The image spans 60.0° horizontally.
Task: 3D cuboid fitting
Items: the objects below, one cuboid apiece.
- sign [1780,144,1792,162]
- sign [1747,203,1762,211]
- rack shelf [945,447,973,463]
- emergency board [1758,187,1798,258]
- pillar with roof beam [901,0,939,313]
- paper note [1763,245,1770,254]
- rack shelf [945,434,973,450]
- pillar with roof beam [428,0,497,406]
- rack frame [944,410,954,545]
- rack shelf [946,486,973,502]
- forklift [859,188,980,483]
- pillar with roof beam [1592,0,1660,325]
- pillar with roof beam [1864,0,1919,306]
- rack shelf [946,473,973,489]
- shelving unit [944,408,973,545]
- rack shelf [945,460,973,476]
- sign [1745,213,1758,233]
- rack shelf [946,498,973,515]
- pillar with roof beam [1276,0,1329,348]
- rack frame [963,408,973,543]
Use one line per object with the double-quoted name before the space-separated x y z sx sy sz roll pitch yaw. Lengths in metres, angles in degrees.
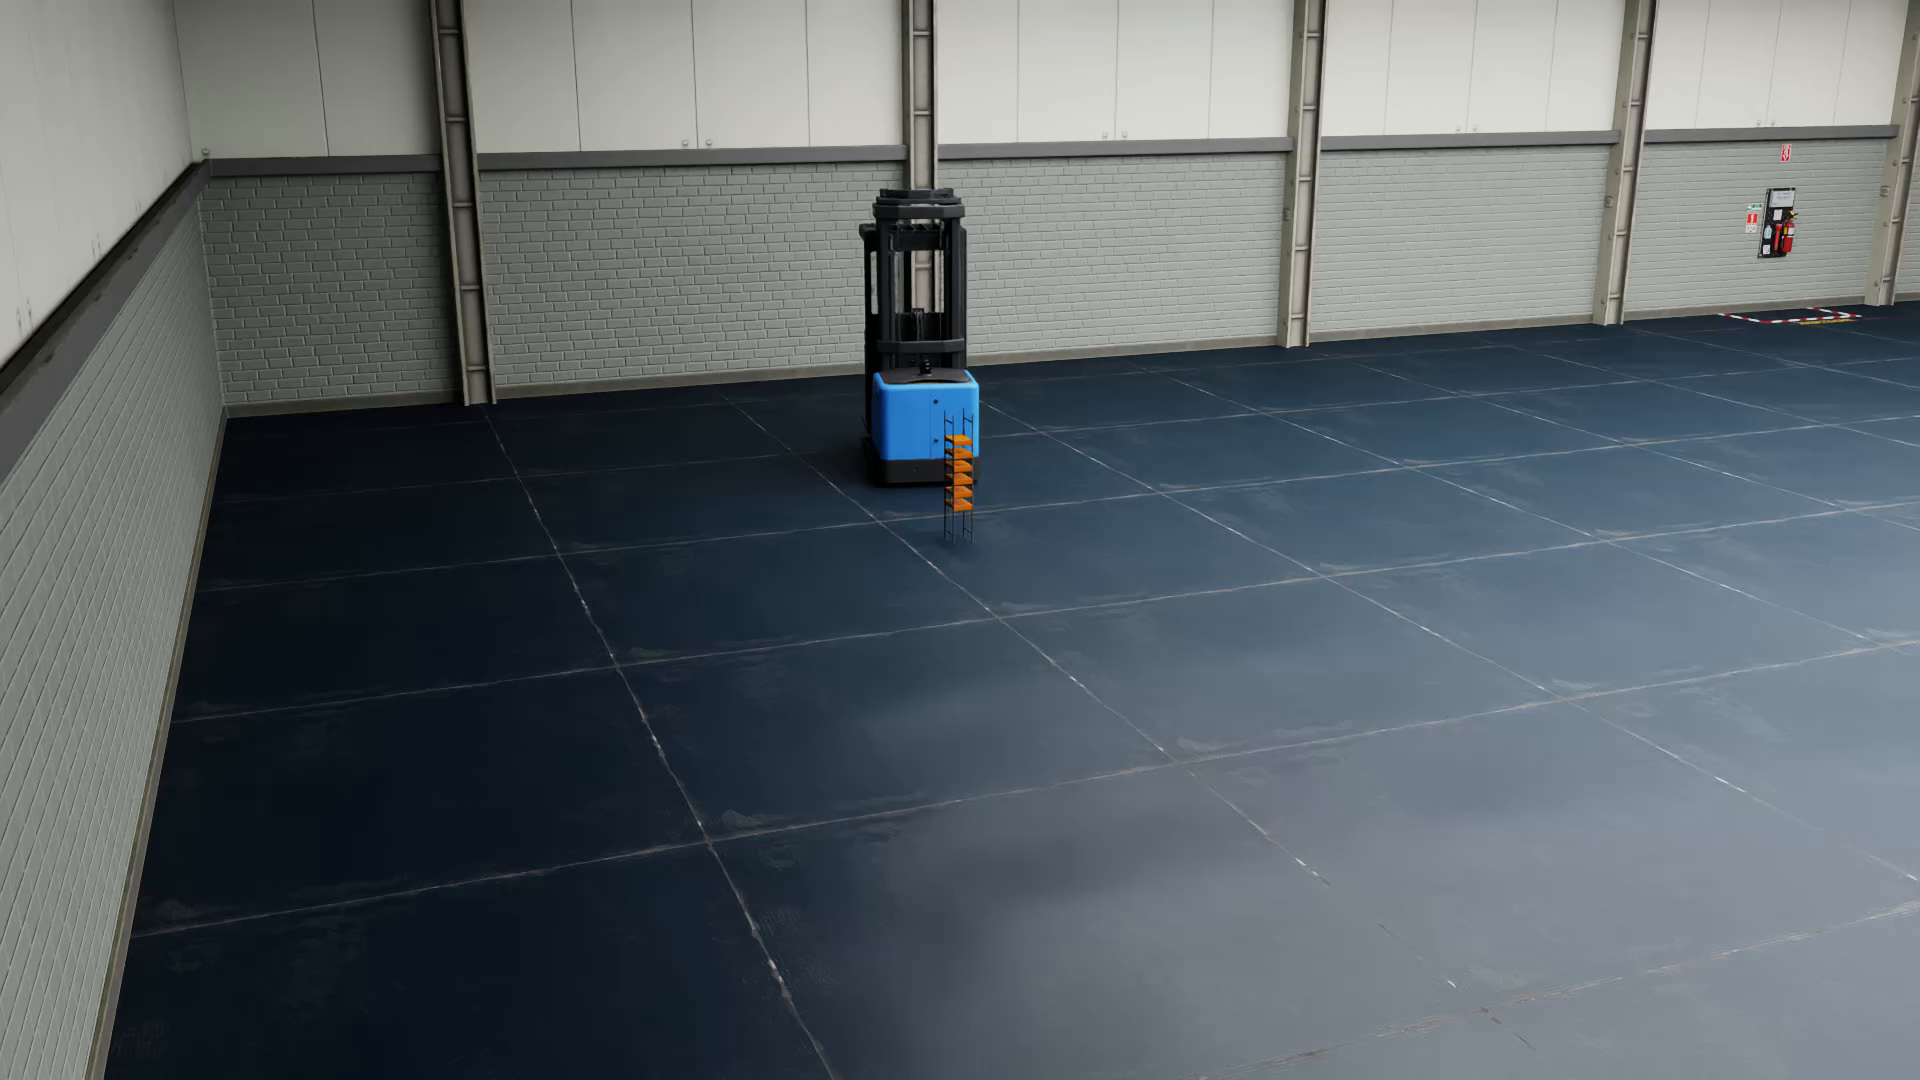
"sign" 13.908 -6.515 27.999 0.199 0.298 0.001 -6 17 -20
"sign" 13.405 -5.619 28.055 0.331 0.109 0.001 -6 17 -20
"rack shelf" -0.014 -0.762 15.021 0.180 0.103 0.258 -6 17 -20
"emergency board" 13.951 -5.378 28.239 0.643 1.169 0.194 -6 17 -20
"pillar with roof beam" 1.004 -5.548 18.171 0.400 9.000 9.100 -6 17 -20
"paper note" 13.761 -4.955 28.364 0.142 0.148 0.016 -6 17 -20
"rack shelf" -0.014 -0.877 14.987 0.180 0.103 0.258 -6 17 -20
"pillar with roof beam" -4.598 -4.943 16.111 0.400 9.000 9.100 -6 17 -20
"rack frame" -0.099 -0.565 15.045 0.006 1.200 0.240 -6 17 -20
"rack shelf" -0.014 -0.416 15.122 0.180 0.103 0.258 -6 17 -20
"forklift" -0.506 -2.355 18.068 1.130 2.935 3.031 -2 17 -8
"pillar with roof beam" 12.210 -6.758 22.291 0.400 9.000 9.100 -6 17 -20
"pillar with roof beam" 17.813 -7.363 24.351 0.400 9.000 9.100 -6 17 -20
"rack shelf" -0.014 -0.532 15.088 0.180 0.103 0.258 -6 17 -20
"shelving unit" -0.014 -0.574 15.076 0.189 1.200 0.258 -6 17 -20
"rack shelf" -0.014 -0.647 15.055 0.180 0.103 0.258 -6 17 -20
"sign" 13.398 -5.366 28.137 0.234 0.329 0.001 -6 17 -20
"rack shelf" -0.014 -0.301 15.156 0.180 0.103 0.258 -6 17 -20
"pillar with roof beam" 6.607 -6.153 20.231 0.400 9.000 9.100 -6 17 -20
"rack frame" 0.072 -0.583 15.107 0.006 1.200 0.240 -6 17 -20
